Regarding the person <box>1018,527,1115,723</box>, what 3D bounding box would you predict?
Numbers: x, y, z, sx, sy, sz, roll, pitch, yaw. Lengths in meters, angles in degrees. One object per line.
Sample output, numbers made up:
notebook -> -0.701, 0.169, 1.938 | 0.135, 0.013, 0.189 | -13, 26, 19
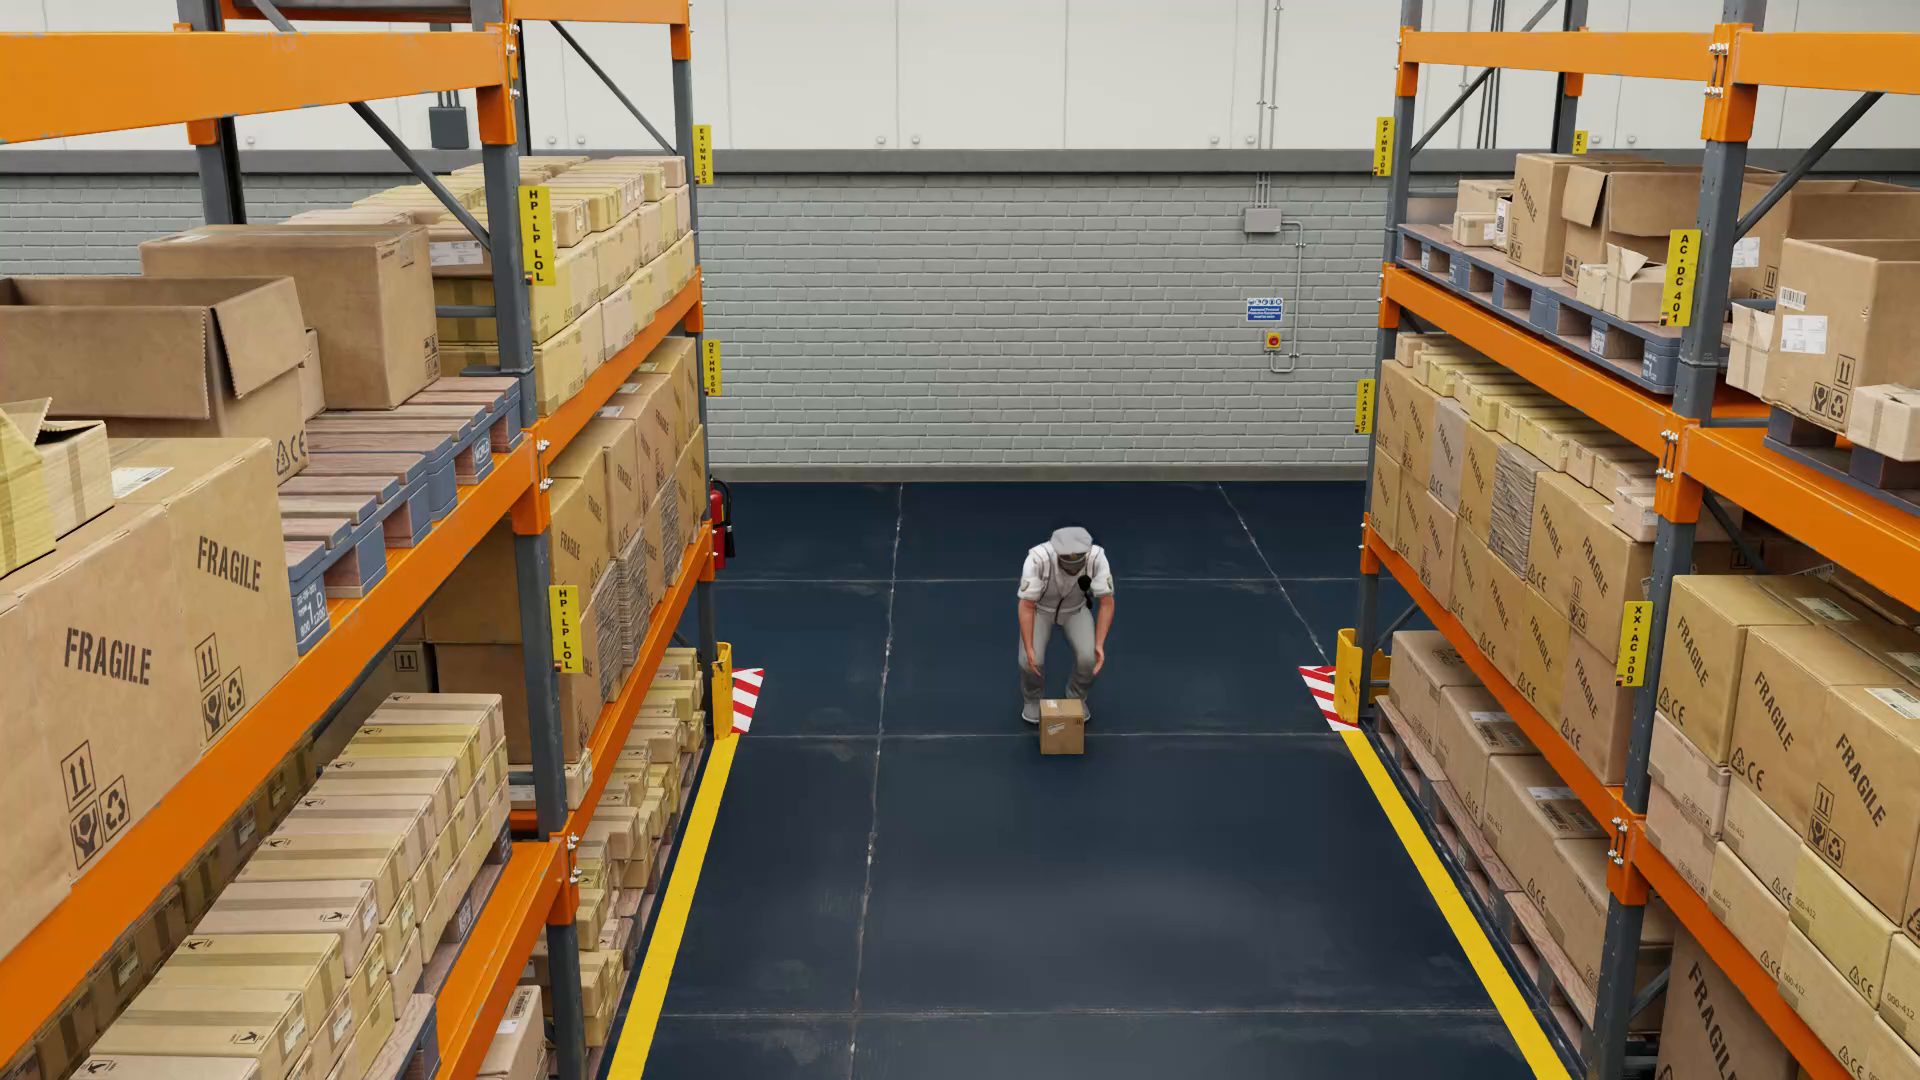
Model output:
person -> 0.639, 0.490, 10.176 | 0.588, 1.321, 0.855 | 0, 17, -1
